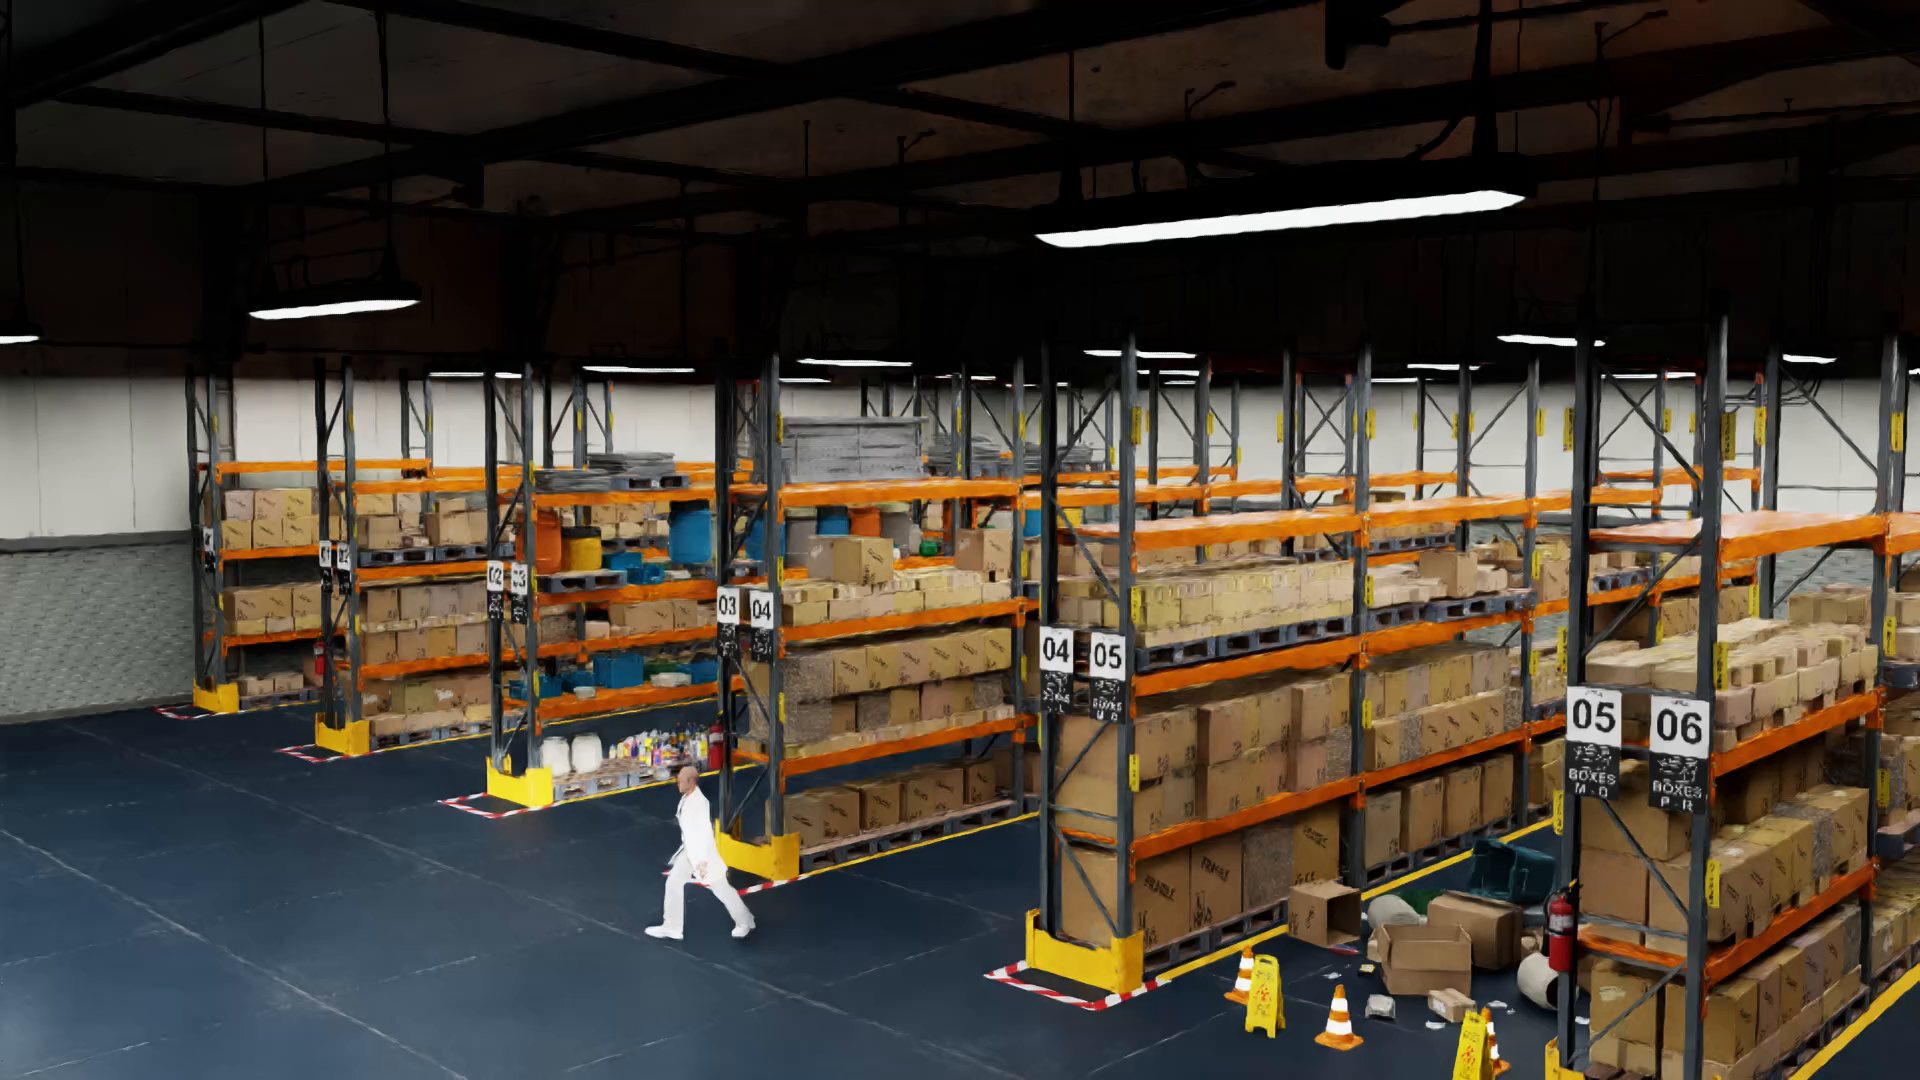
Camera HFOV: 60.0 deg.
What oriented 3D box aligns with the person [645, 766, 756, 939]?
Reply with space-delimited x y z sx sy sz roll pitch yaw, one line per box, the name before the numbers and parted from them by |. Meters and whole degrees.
person | -2.533 3.060 16.292 1.044 1.722 0.630 -2 5 -26
